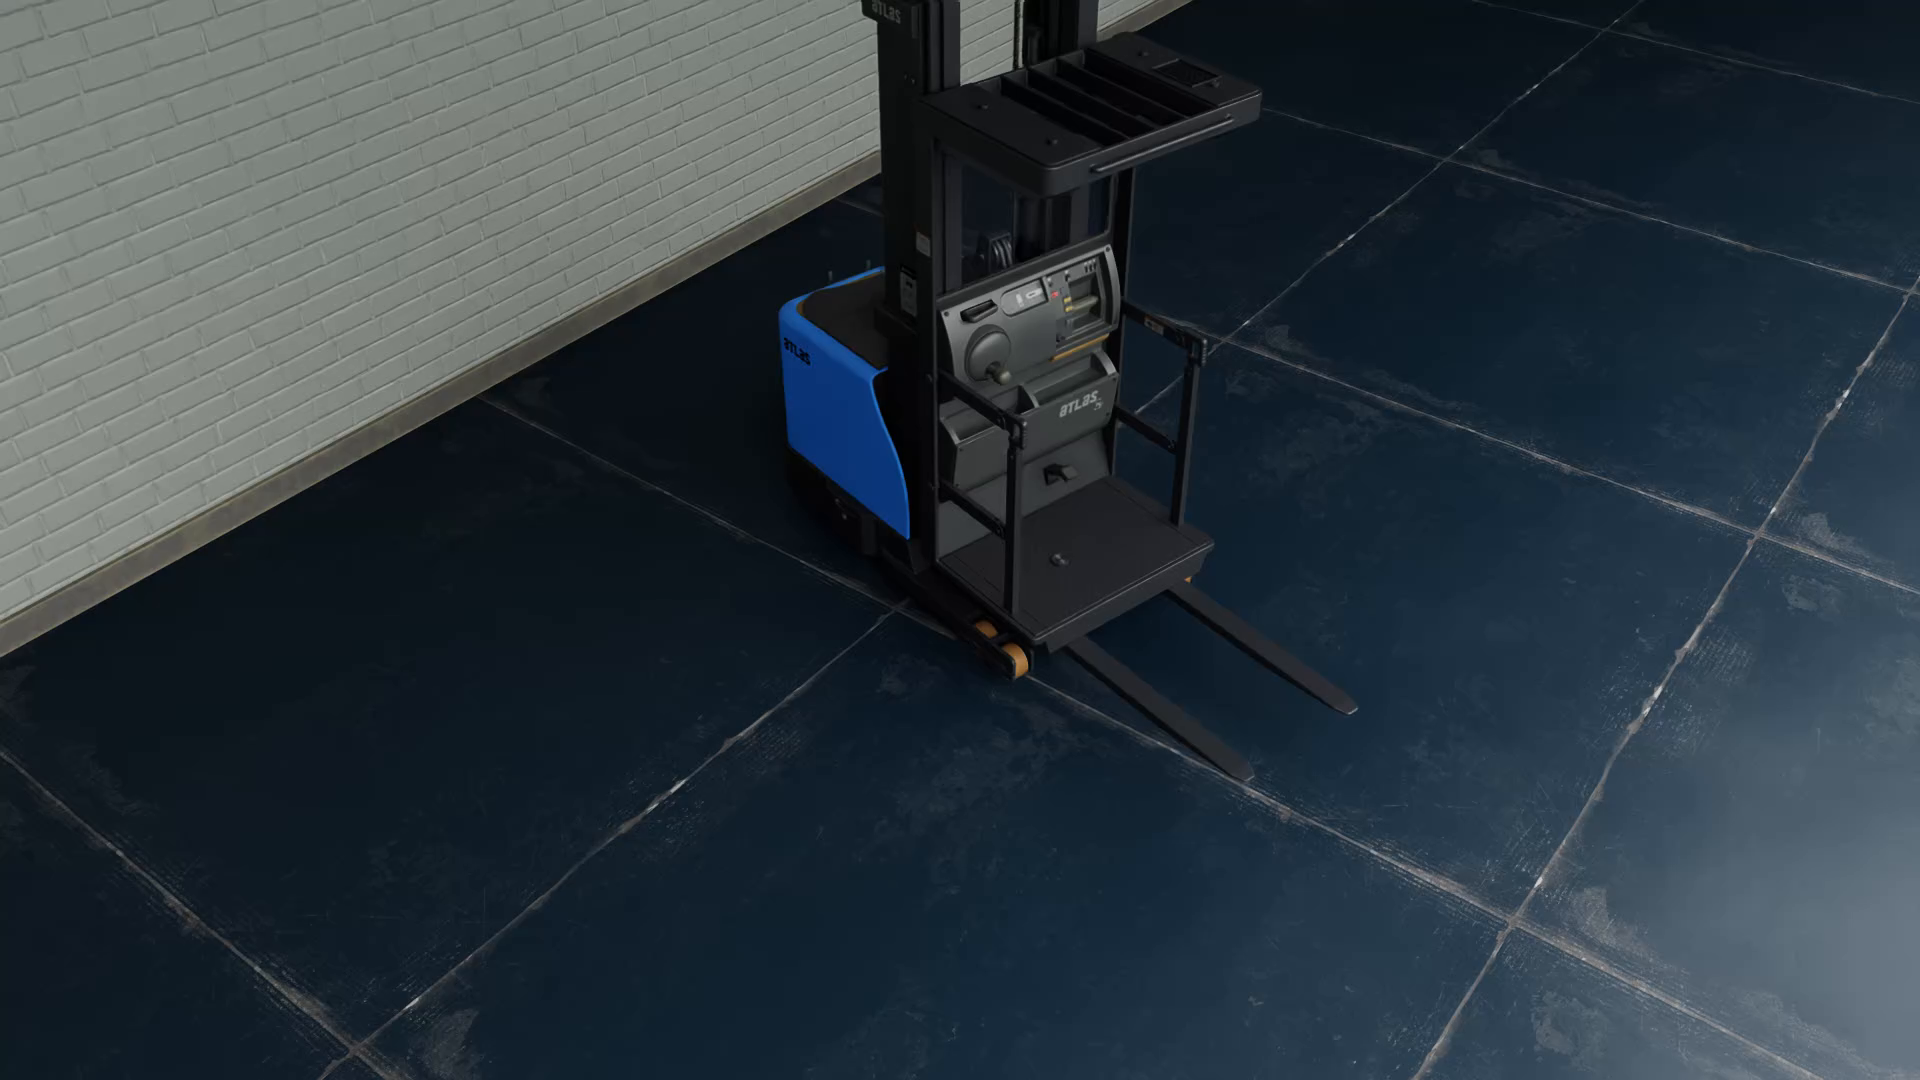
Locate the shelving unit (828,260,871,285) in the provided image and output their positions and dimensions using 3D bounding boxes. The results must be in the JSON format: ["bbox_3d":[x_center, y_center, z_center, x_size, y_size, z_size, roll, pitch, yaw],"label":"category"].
[{"bbox_3d":[-0.482,-0.968,8.602,0.258,0.900,0.210,-21,36,-25],"label":"shelving unit"}]

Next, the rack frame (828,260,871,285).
[{"bbox_3d":[-0.536,-1.012,8.676,0.240,0.900,0.006,-21,36,-25],"label":"rack frame"}]

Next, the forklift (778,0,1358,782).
[{"bbox_3d":[0.440,-0.886,6.865,1.130,2.935,3.031,-26,45,-29],"label":"forklift"}]
